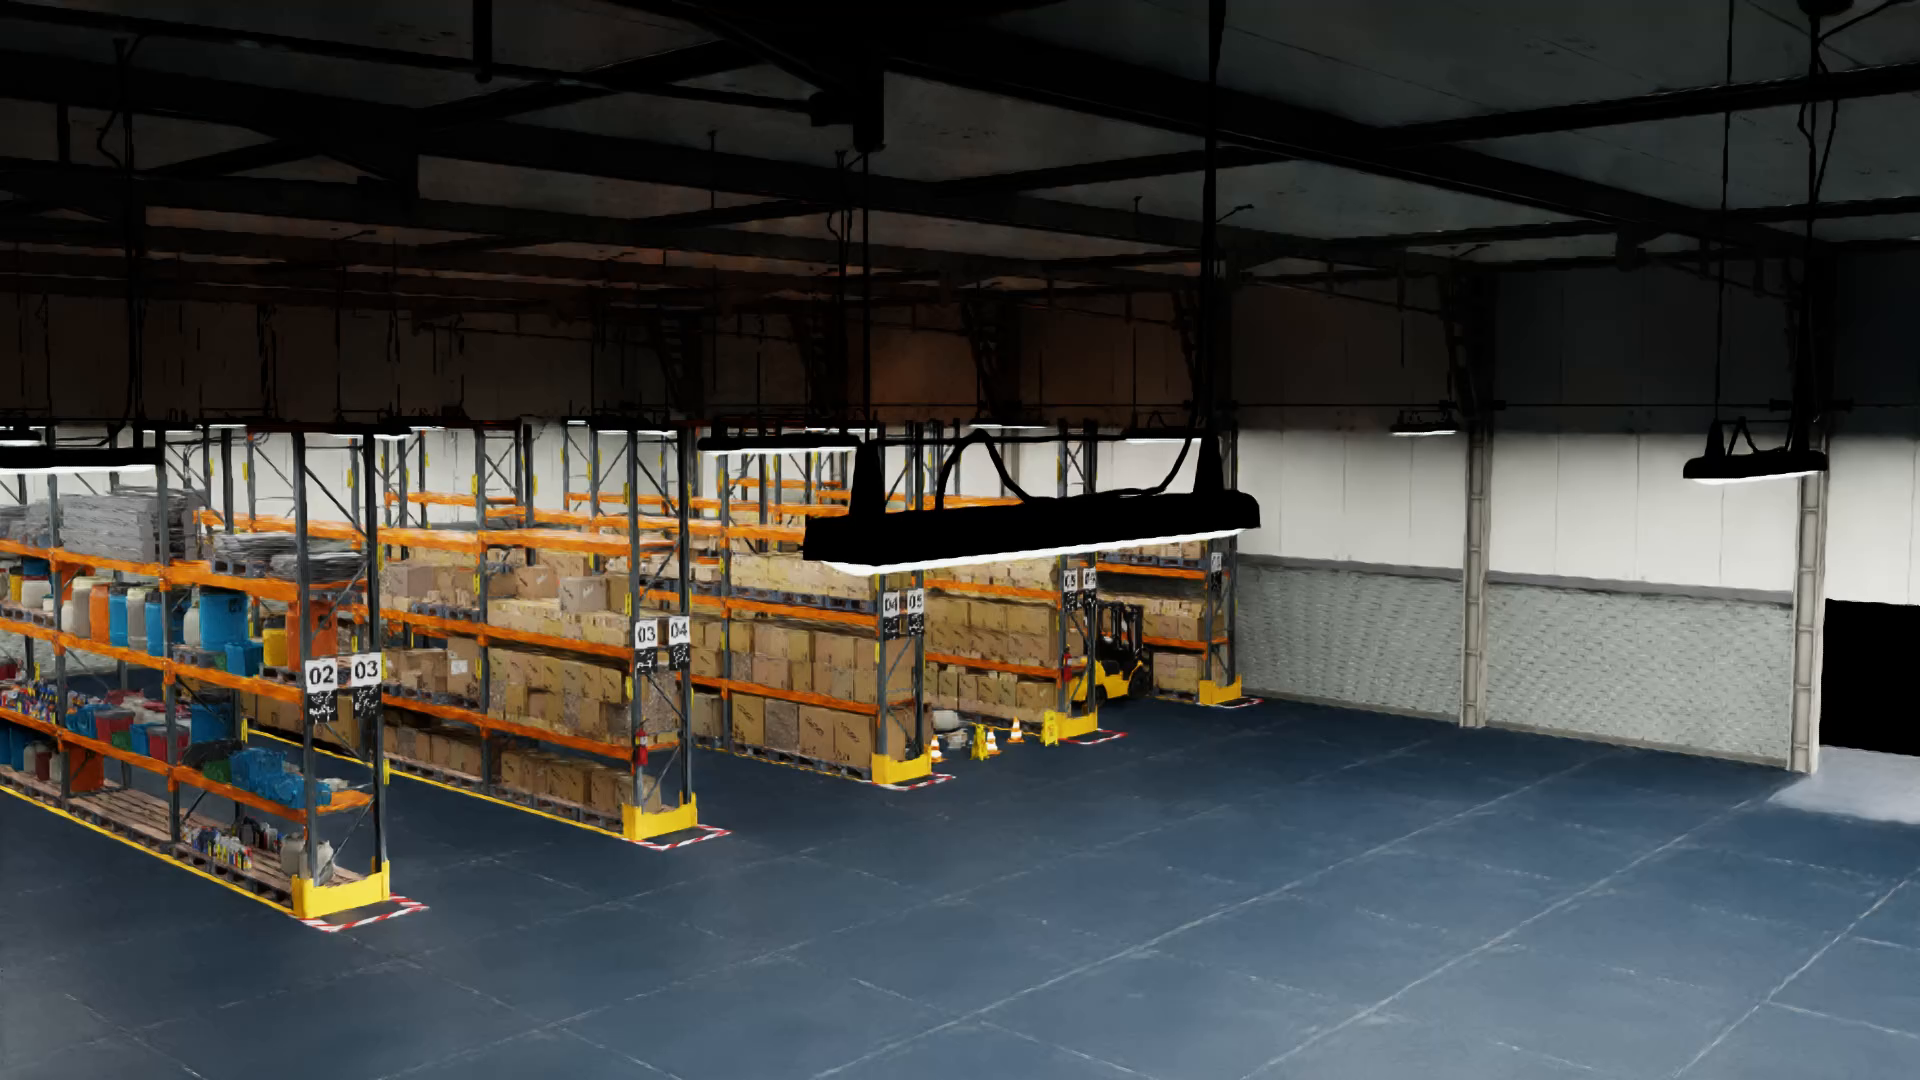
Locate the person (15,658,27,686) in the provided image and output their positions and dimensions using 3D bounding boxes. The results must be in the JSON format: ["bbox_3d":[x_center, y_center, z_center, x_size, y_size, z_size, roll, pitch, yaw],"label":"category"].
[{"bbox_3d":[-17.829,2.982,31.460,0.957,1.533,0.411,3,6,34],"label":"person"}]
